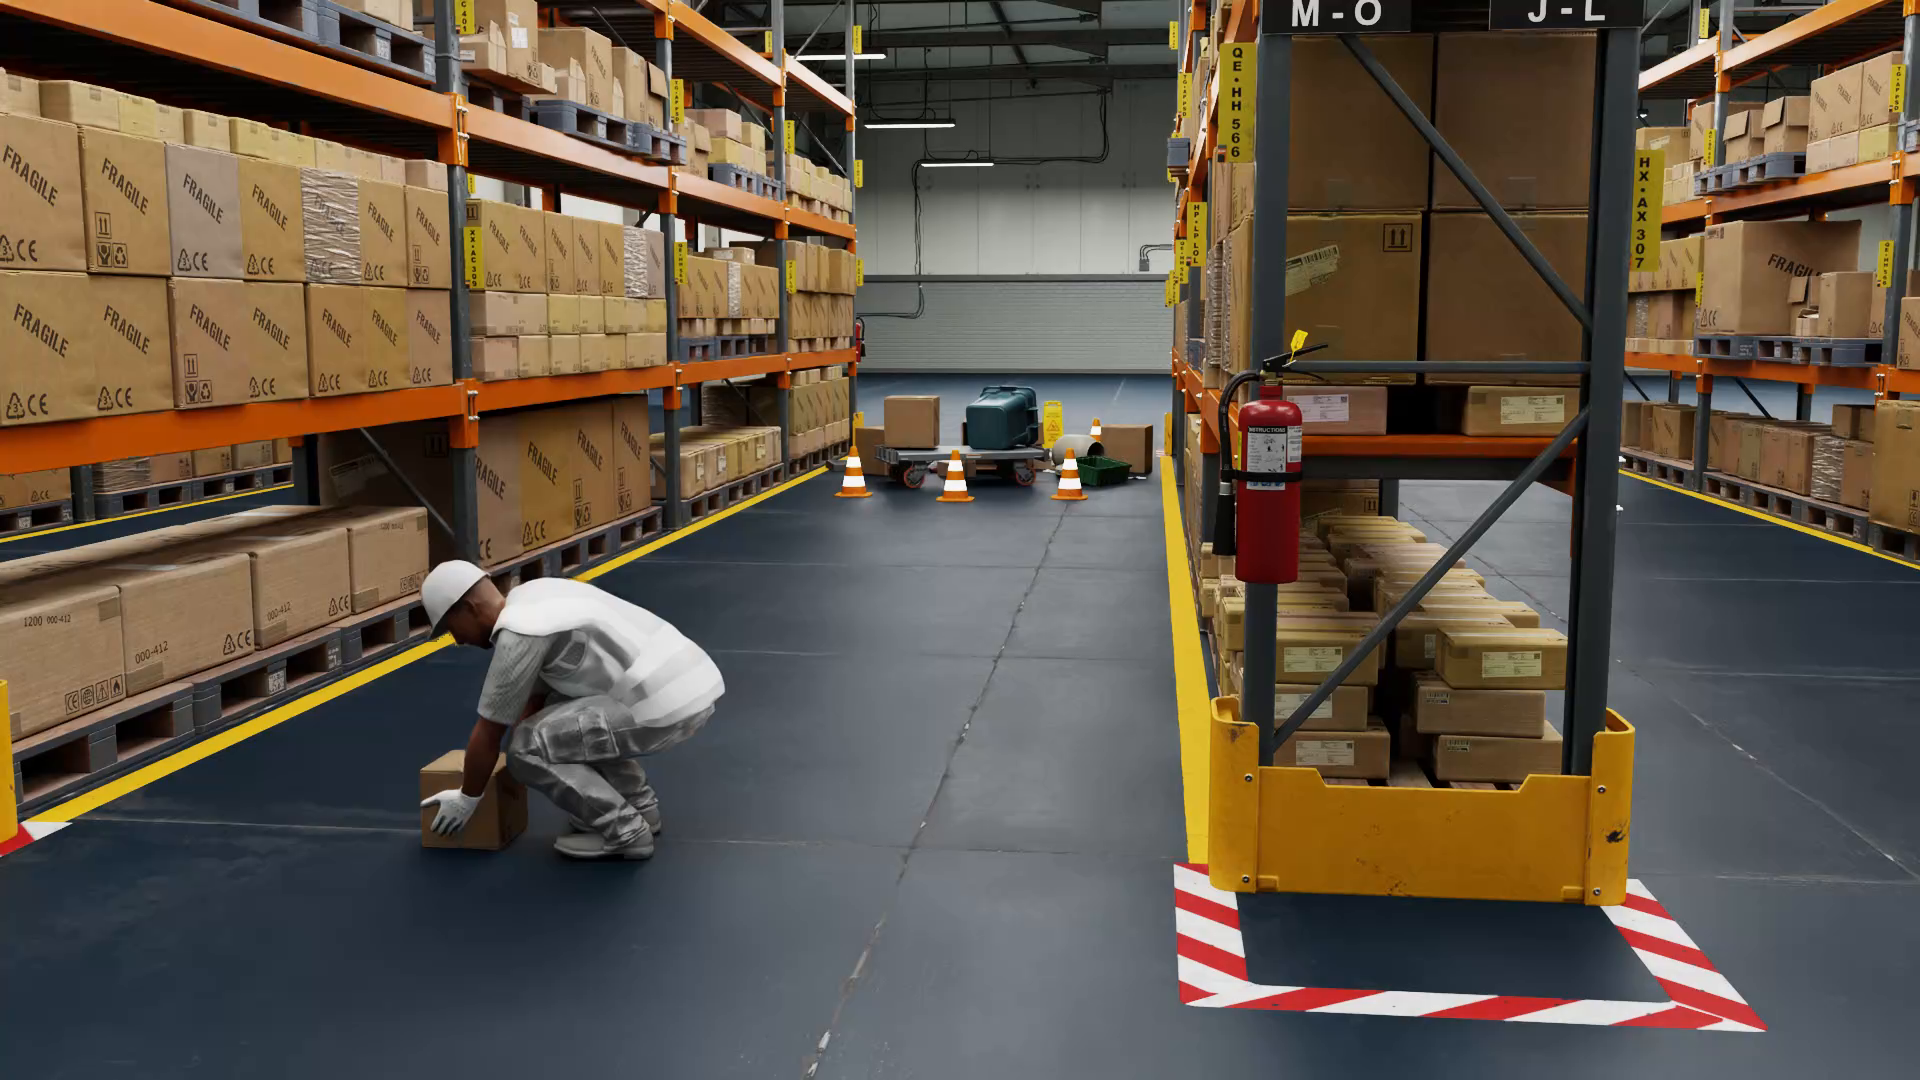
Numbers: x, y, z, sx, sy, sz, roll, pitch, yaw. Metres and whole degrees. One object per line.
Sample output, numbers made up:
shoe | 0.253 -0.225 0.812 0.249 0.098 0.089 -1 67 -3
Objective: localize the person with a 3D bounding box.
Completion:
person | -1.206 0.513 5.186 0.906 0.909 0.568 1 8 6
